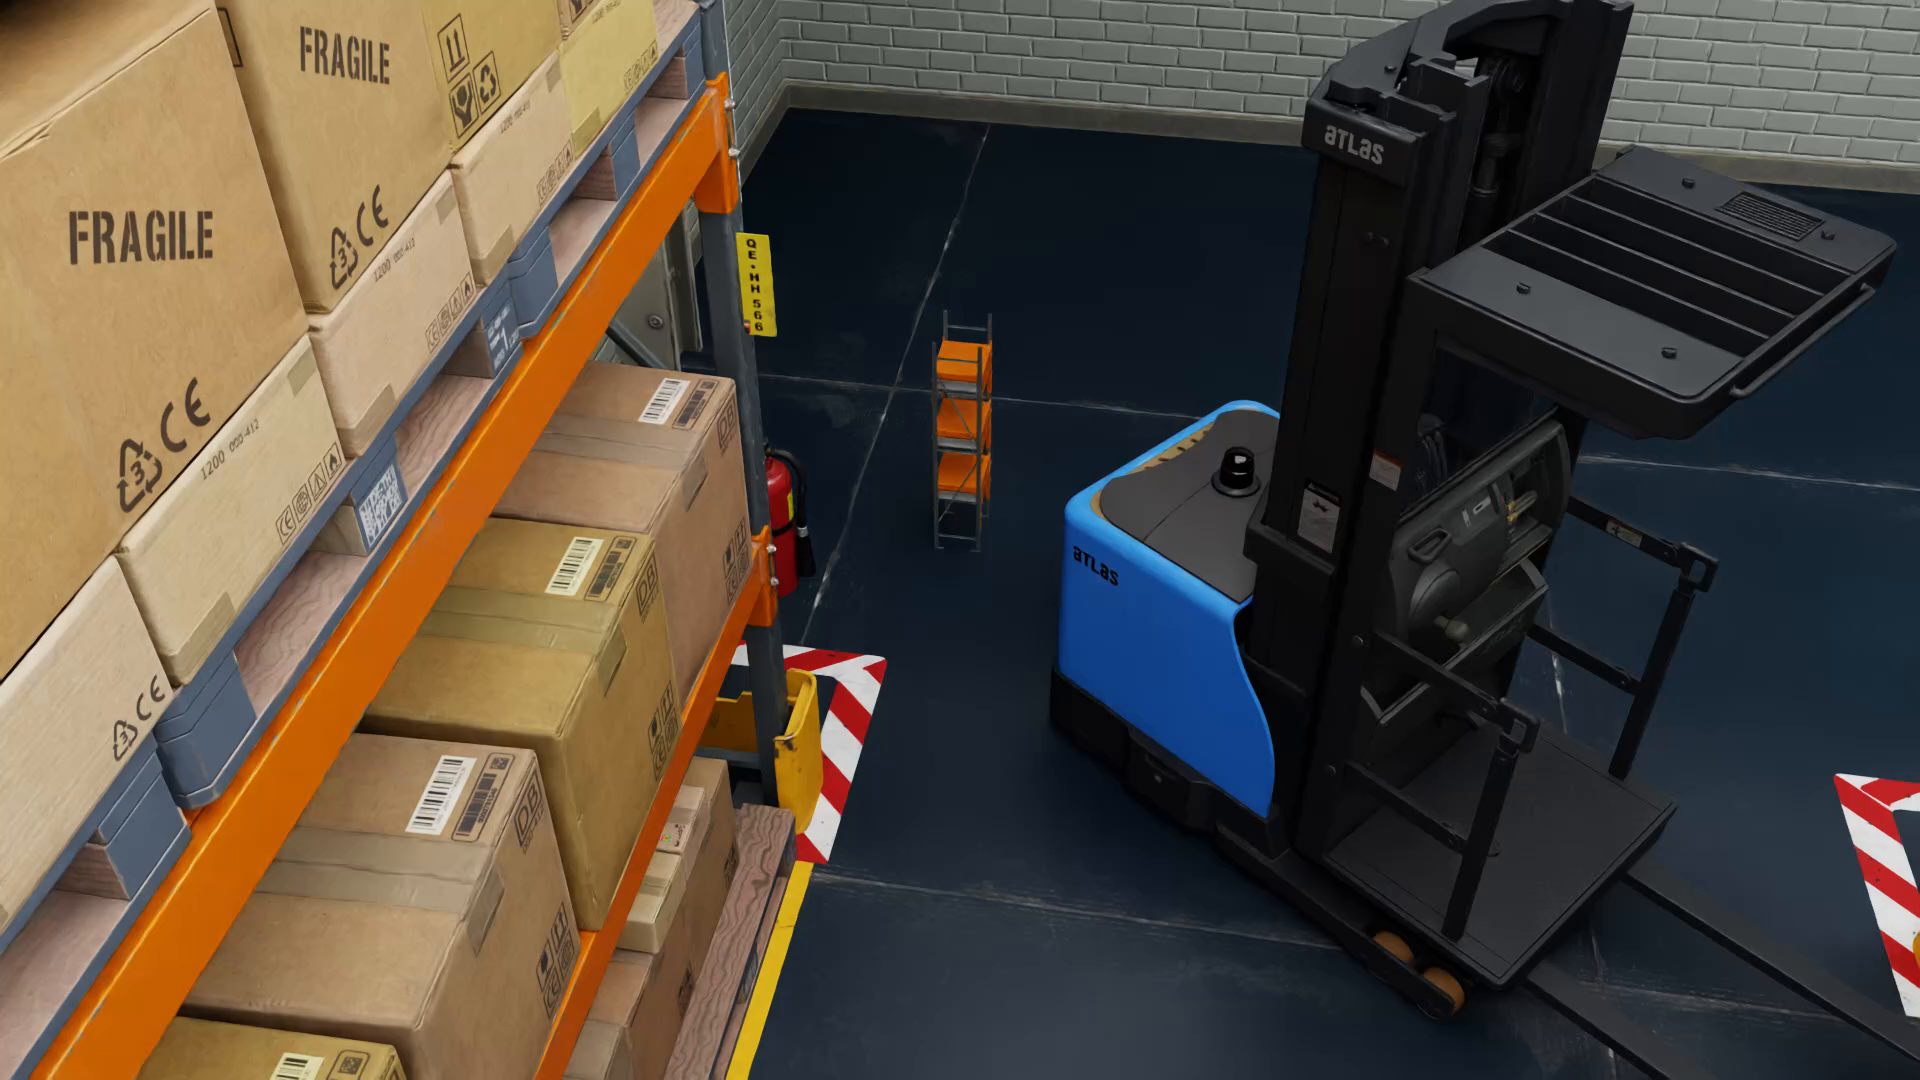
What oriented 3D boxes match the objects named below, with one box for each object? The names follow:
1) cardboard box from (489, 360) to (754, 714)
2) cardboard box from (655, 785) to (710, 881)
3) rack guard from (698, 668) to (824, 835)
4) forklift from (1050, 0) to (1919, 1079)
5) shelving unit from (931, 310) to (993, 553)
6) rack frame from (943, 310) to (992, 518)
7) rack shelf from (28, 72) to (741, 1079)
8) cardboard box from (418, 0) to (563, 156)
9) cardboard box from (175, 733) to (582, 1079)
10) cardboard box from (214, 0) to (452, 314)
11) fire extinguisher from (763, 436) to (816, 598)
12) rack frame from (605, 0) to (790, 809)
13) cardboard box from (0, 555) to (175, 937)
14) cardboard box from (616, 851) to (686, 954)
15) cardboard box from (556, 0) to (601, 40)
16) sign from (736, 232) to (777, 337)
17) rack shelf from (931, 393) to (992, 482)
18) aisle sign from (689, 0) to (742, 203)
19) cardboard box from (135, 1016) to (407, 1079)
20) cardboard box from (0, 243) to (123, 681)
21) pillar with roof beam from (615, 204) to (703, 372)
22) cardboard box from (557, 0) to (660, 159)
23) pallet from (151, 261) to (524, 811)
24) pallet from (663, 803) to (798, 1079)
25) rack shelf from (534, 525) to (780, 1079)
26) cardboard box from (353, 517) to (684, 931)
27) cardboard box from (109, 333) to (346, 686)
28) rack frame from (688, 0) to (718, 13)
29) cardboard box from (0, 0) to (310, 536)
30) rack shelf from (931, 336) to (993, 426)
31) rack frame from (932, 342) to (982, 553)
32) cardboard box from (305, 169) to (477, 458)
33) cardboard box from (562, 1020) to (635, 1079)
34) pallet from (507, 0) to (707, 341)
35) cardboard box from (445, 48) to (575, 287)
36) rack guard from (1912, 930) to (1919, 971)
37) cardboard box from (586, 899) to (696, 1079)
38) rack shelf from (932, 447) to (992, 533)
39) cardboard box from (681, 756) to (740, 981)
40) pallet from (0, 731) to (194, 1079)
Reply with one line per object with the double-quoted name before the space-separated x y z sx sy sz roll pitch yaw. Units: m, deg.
"cardboard box" -1.184 -0.039 4.707 0.980 0.700 0.700 8 40 10
"cardboard box" -0.971 0.858 4.981 0.380 0.149 0.250 6 40 7
"rack guard" -1.101 0.704 6.006 1.175 0.500 0.348 6 40 8
"forklift" 1.714 0.045 4.896 1.130 2.935 3.031 -31 48 -32
"shelving unit" 0.009 -0.438 6.956 0.215 1.050 0.252 6 40 8
"rack frame" 0.030 -0.515 7.049 0.200 1.050 0.008 6 40 8
"rack shelf" -1.451 0.132 2.947 1.077 0.370 4.000 6 40 8
"cardboard box" -1.061 -1.030 2.908 0.500 0.500 0.500 8 40 9
"cardboard box" -1.440 0.897 3.576 0.980 0.700 0.700 5 40 6
"cardboard box" -1.143 -0.701 2.511 0.500 0.500 0.500 5 40 6
"fire extinguisher" -0.625 -0.115 5.388 0.296 0.674 0.183 6 40 8
"rack frame" -1.105 -0.244 5.191 1.000 3.000 0.127 6 40 8
"cardboard box" -1.316 0.245 1.956 0.500 0.250 0.500 6 40 7
"cardboard box" -1.014 1.019 4.787 0.380 0.149 0.250 7 40 9
"cardboard box" -0.963 -1.343 3.287 0.500 0.500 0.500 6 40 8
"sign" -0.573 -0.713 4.664 0.100 0.325 0.005 6 40 8
"rack shelf" 0.009 -0.430 6.963 0.215 0.259 0.240 6 40 8
"aisle sign" -0.797 -1.258 4.378 0.394 0.787 0.004 6 40 8
"cardboard box" -1.556 1.354 3.023 0.980 0.700 0.700 5 40 7
"cardboard box" -1.315 -0.061 1.737 0.500 0.500 0.500 6 40 7
"pillar with roof beam" 2.750 -3.872 4.871 9.100 9.000 0.400 6 40 8
"cardboard box" -0.971 -1.054 3.526 0.500 0.250 0.500 8 40 9
"pallet" -1.432 -0.132 2.771 1.003 0.211 1.213 6 40 8
"pallet" -1.167 1.341 5.463 1.003 0.211 1.213 6 40 8
"rack shelf" -1.451 1.288 3.903 1.077 0.370 4.000 6 40 8
"cardboard box" -1.299 0.419 4.154 0.980 0.700 0.700 6 40 7
"cardboard box" -1.235 -0.078 2.346 0.500 0.250 0.500 5 40 6
"rack frame" -1.105 -2.556 3.280 1.000 3.000 0.127 6 40 8
"cardboard box" -1.235 -0.372 2.113 0.500 0.500 0.500 7 40 8
"rack shelf" 0.009 -0.649 6.782 0.215 0.259 0.240 6 40 8
"rack frame" -0.012 -0.362 6.863 0.200 1.050 0.008 6 40 8
"cardboard box" -1.145 -0.400 2.736 0.500 0.250 0.500 5 40 6
"cardboard box" -1.301 1.637 4.548 0.700 0.500 0.500 5 40 6
"pallet" -1.223 -0.899 3.699 1.003 0.211 1.213 6 40 8
"cardboard box" -1.060 -0.727 3.131 0.500 0.250 0.500 5 40 6
"rack guard" 3.761 1.311 5.272 1.175 0.500 0.348 6 40 8
"cardboard box" -1.214 1.322 4.930 0.700 0.500 0.500 6 40 8
"rack shelf" 0.009 -0.216 7.140 0.215 0.259 0.240 6 40 8
"cardboard box" -1.128 1.008 5.309 0.700 0.500 0.500 6 40 8
"pallet" -1.646 0.632 1.847 1.003 0.211 1.213 6 40 8
